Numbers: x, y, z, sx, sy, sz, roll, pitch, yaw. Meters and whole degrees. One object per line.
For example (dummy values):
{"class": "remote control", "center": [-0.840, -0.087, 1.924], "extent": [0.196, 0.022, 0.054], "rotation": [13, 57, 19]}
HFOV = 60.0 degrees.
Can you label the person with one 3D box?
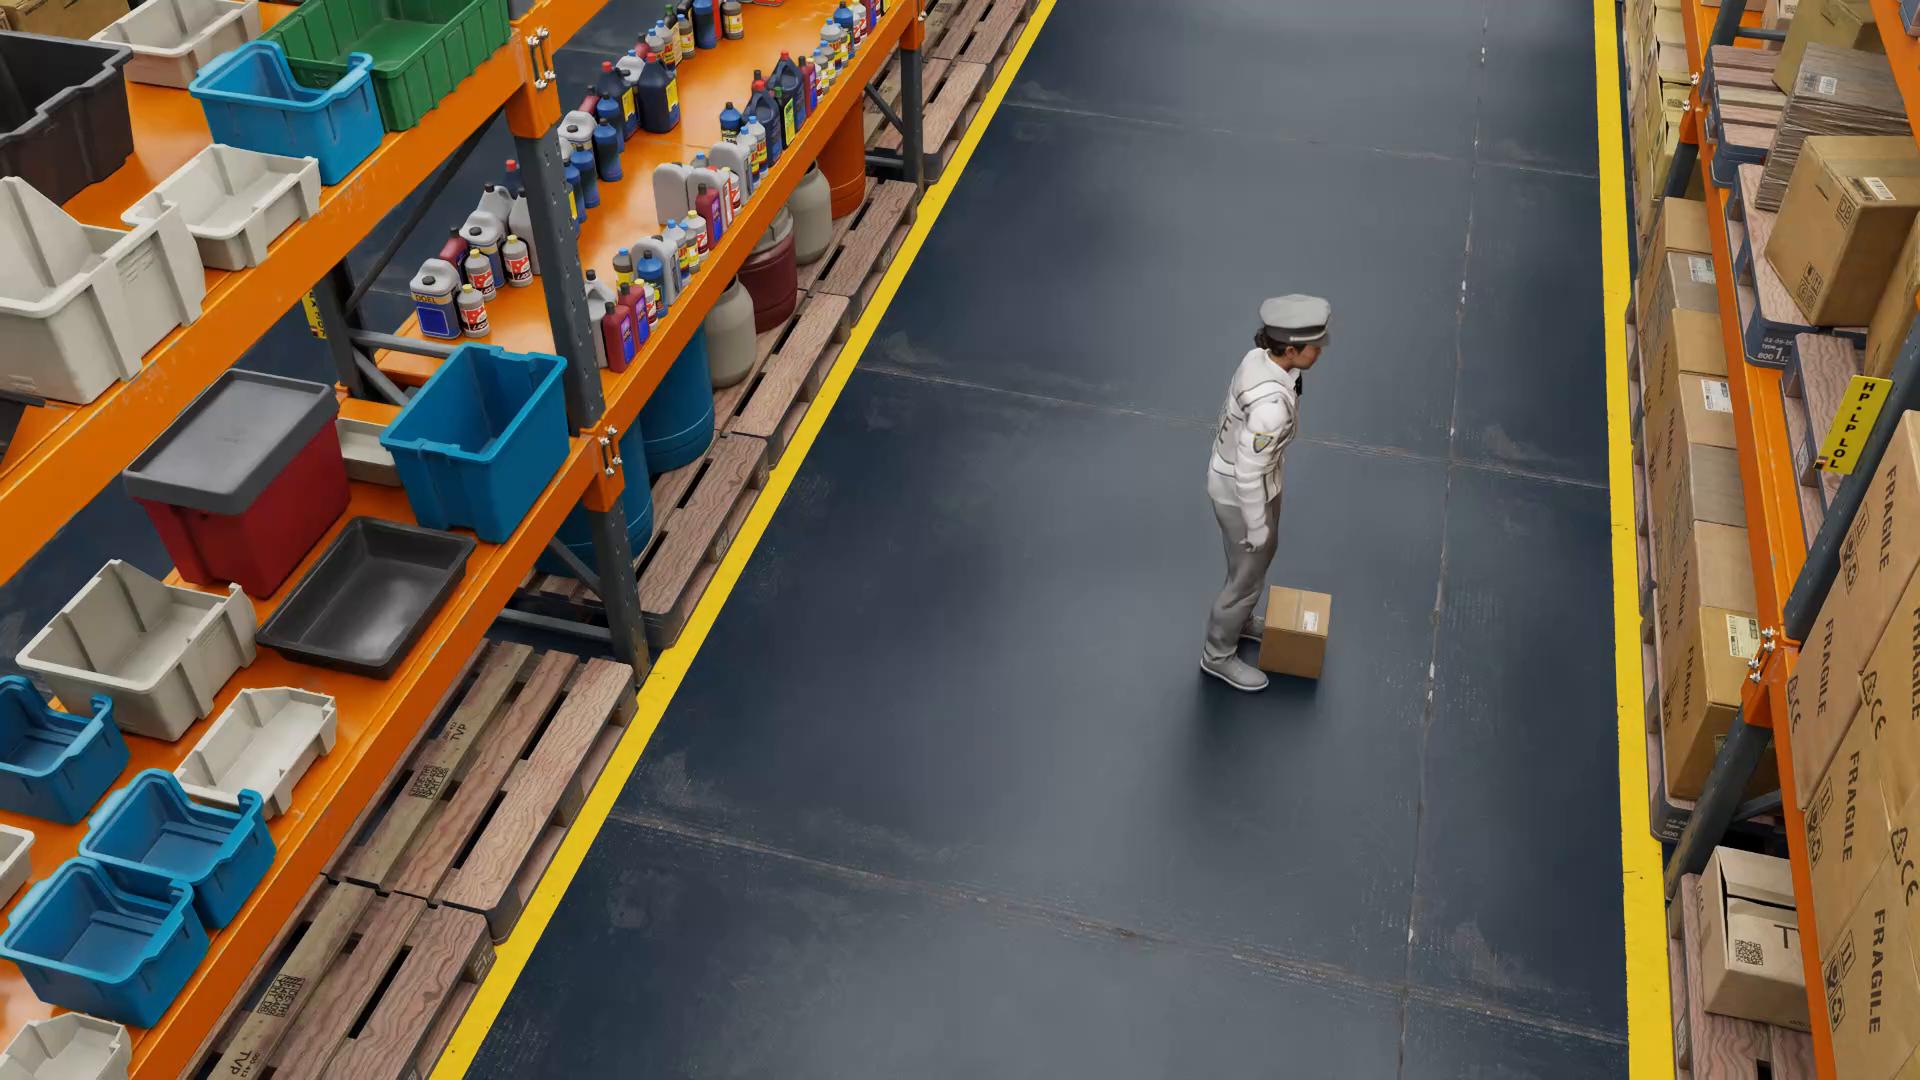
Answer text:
{"class": "person", "center": [1.150, -0.189, 6.373], "extent": [0.415, 1.661, 0.536], "rotation": [8, 42, 9]}
